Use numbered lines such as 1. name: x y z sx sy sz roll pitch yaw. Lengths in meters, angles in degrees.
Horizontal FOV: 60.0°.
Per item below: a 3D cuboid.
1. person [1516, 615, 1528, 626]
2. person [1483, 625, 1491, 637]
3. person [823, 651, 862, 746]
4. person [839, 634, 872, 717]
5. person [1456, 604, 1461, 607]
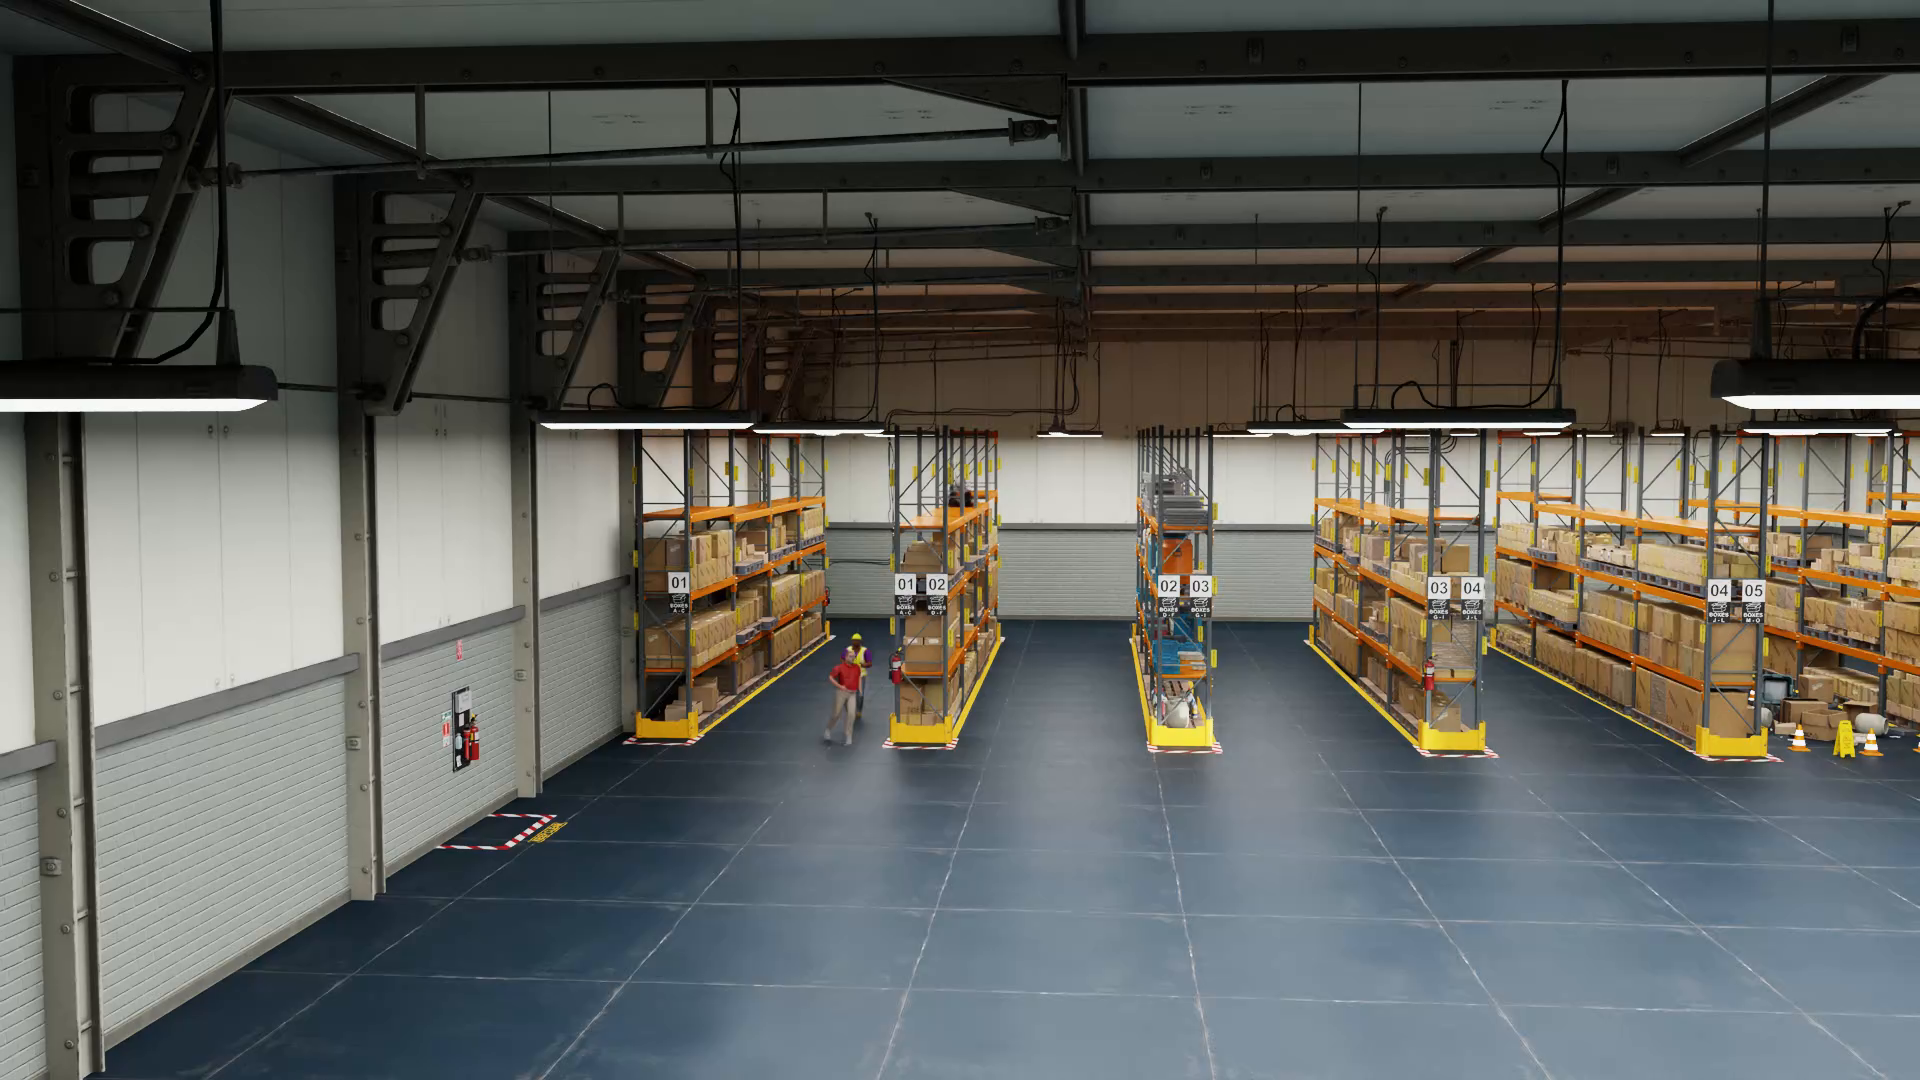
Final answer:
1. person: 16.057 2.049 47.195 0.569 1.653 0.589 0 3 -6
2. person: 14.697 2.004 47.439 0.977 1.752 0.717 0 3 -1
3. person: -2.146 2.973 31.506 0.742 1.729 0.938 -2 4 -24
4. person: -2.125 2.808 33.898 0.670 1.801 0.728 0 3 -3
5. person: 14.289 2.145 47.272 0.663 1.600 0.689 -2 4 -31
